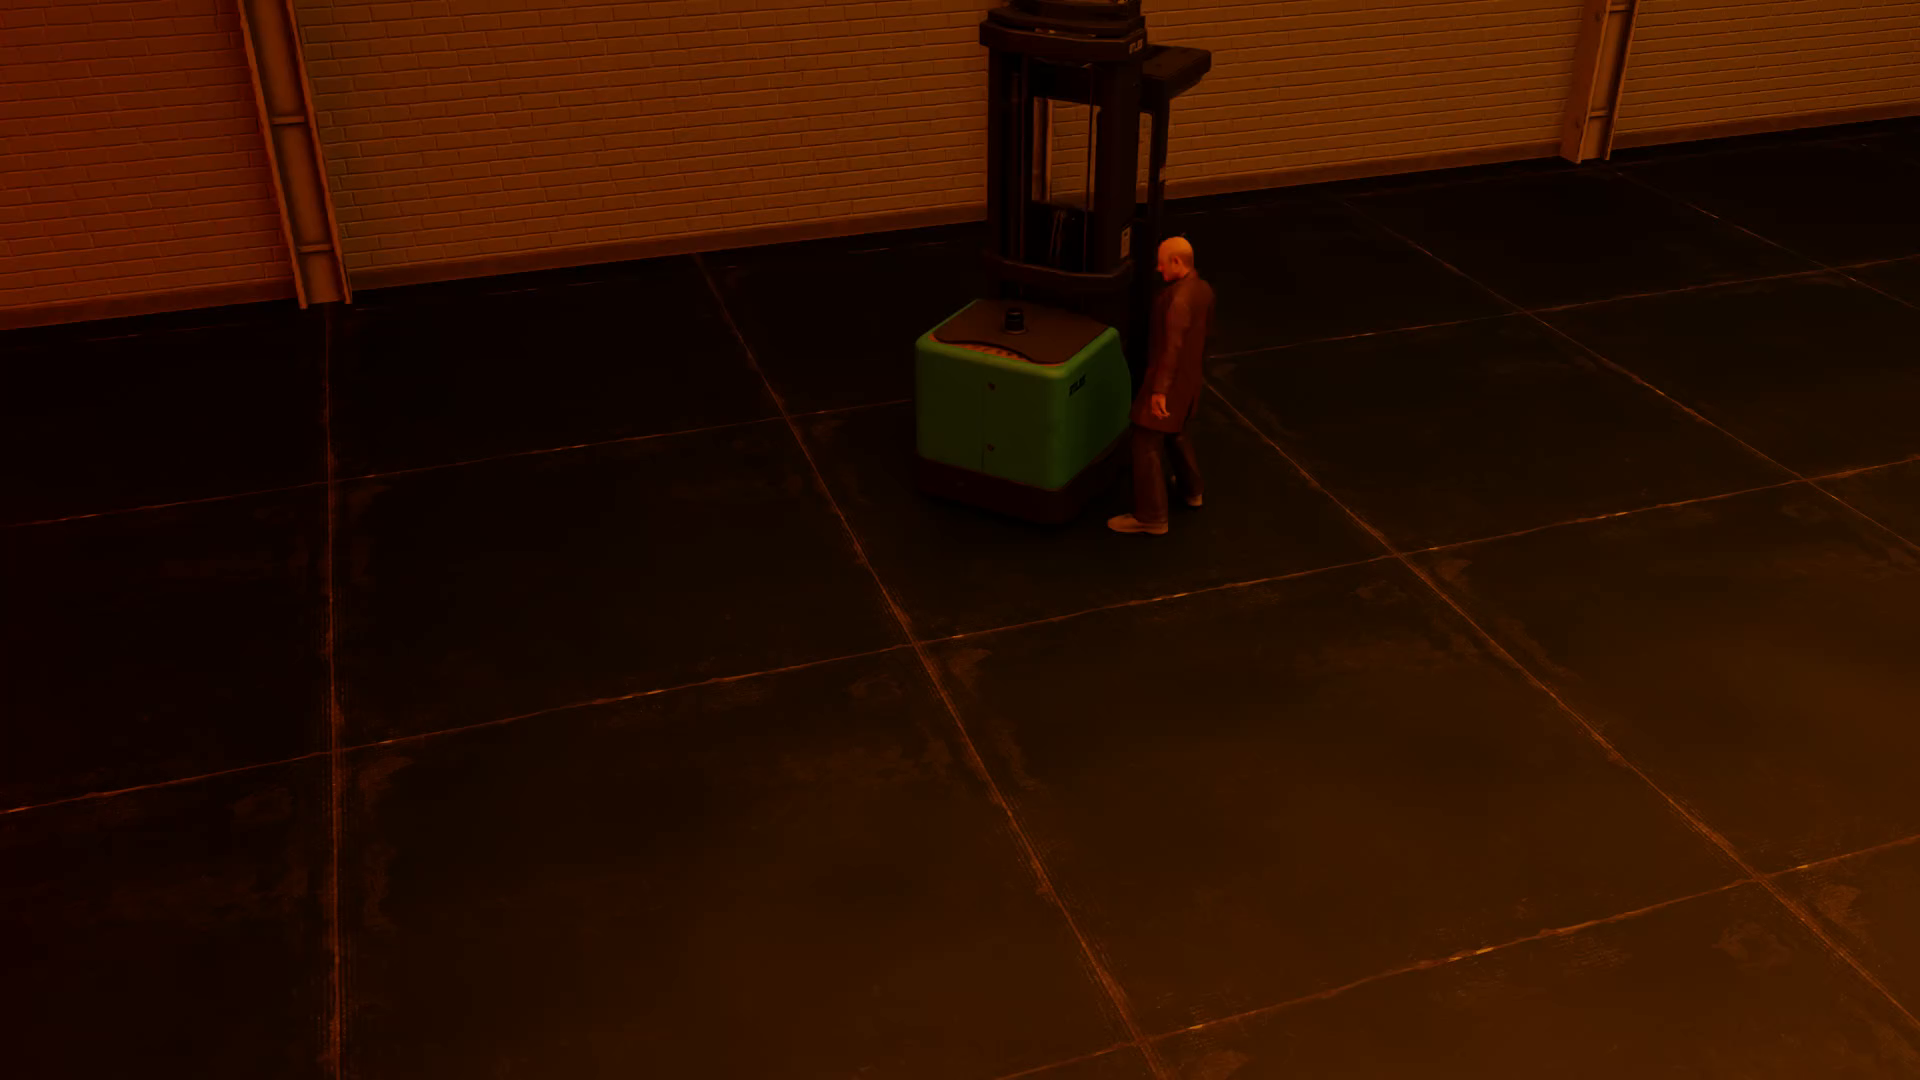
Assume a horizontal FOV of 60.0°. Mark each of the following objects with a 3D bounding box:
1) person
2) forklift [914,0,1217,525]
[{"bbox_3d":[1.262,-0.889,9.974,0.422,1.602,0.885,15,33,24],"label":"person"},{"bbox_3d":[0.872,-2.065,10.675,1.130,2.935,3.031,16,33,25],"label":"forklift"}]
